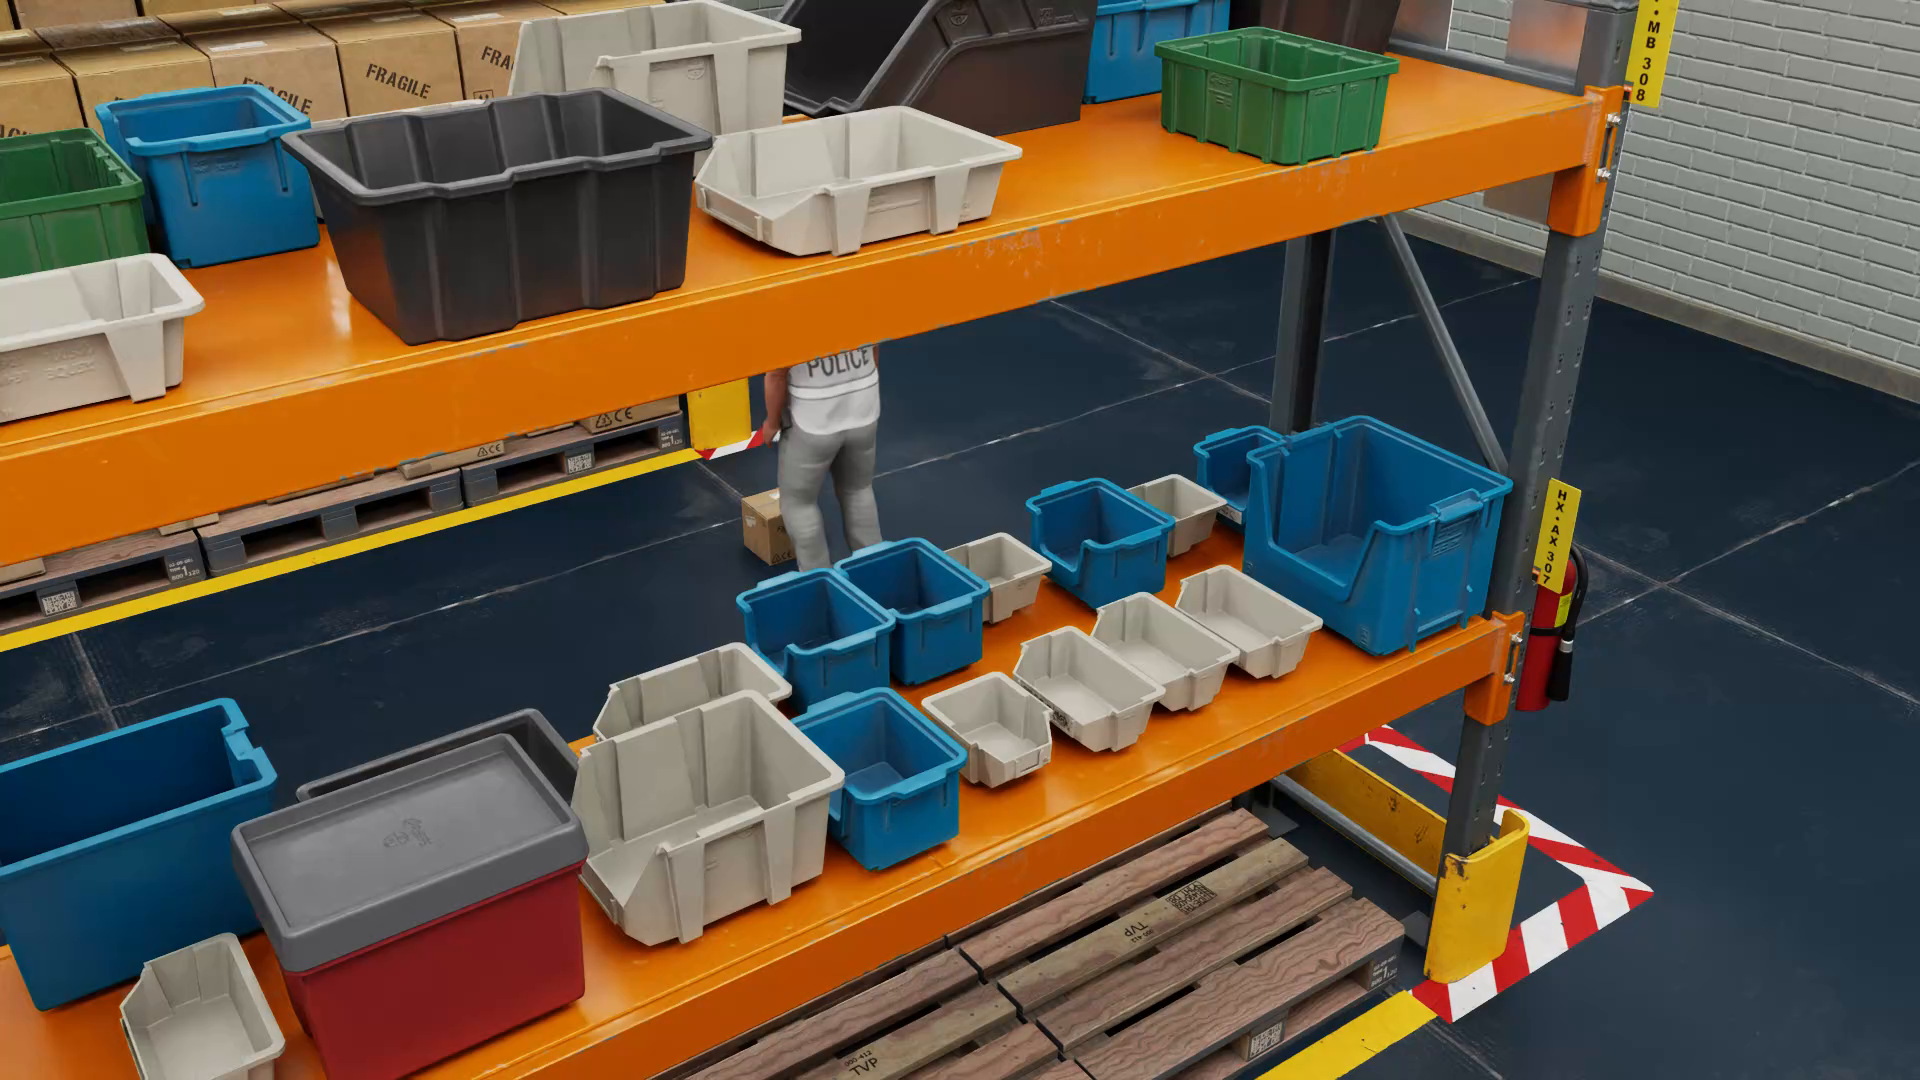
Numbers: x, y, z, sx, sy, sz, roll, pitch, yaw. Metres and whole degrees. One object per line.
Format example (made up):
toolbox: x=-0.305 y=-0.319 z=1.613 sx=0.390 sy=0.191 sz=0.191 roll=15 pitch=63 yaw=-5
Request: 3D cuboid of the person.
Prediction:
person: x=-0.580 y=-0.511 z=7.095 sx=0.538 sy=1.733 sz=0.392 roll=-18 pitch=33 yaw=-30
